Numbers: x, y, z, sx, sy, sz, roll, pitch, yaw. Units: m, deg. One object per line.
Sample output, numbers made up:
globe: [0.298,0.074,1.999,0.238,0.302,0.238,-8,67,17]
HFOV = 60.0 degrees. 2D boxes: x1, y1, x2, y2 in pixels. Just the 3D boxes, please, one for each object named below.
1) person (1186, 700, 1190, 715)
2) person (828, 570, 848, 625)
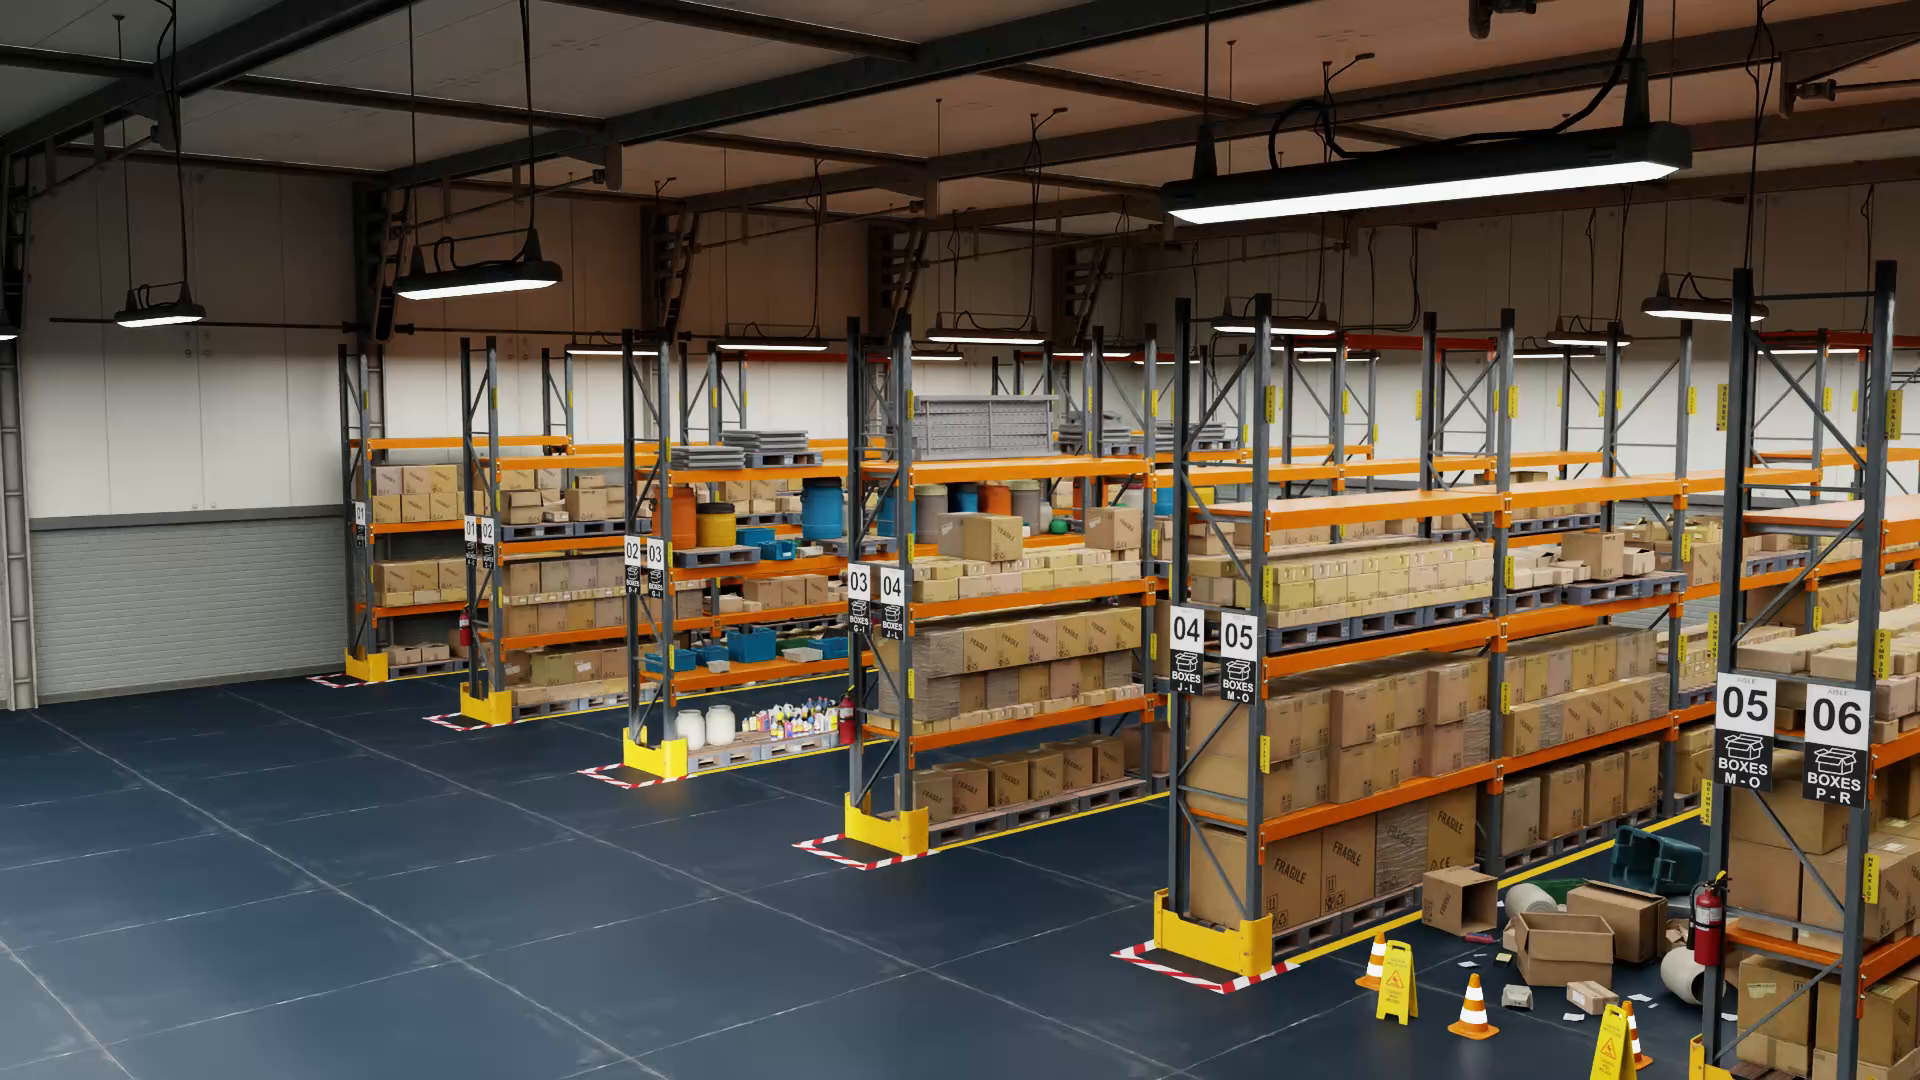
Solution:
person: [3.368,2.037,24.978,0.576,1.795,0.535,-4,6,-34]
person: [-2.294,1.405,32.978,0.929,1.622,0.488,-4,6,-35]
